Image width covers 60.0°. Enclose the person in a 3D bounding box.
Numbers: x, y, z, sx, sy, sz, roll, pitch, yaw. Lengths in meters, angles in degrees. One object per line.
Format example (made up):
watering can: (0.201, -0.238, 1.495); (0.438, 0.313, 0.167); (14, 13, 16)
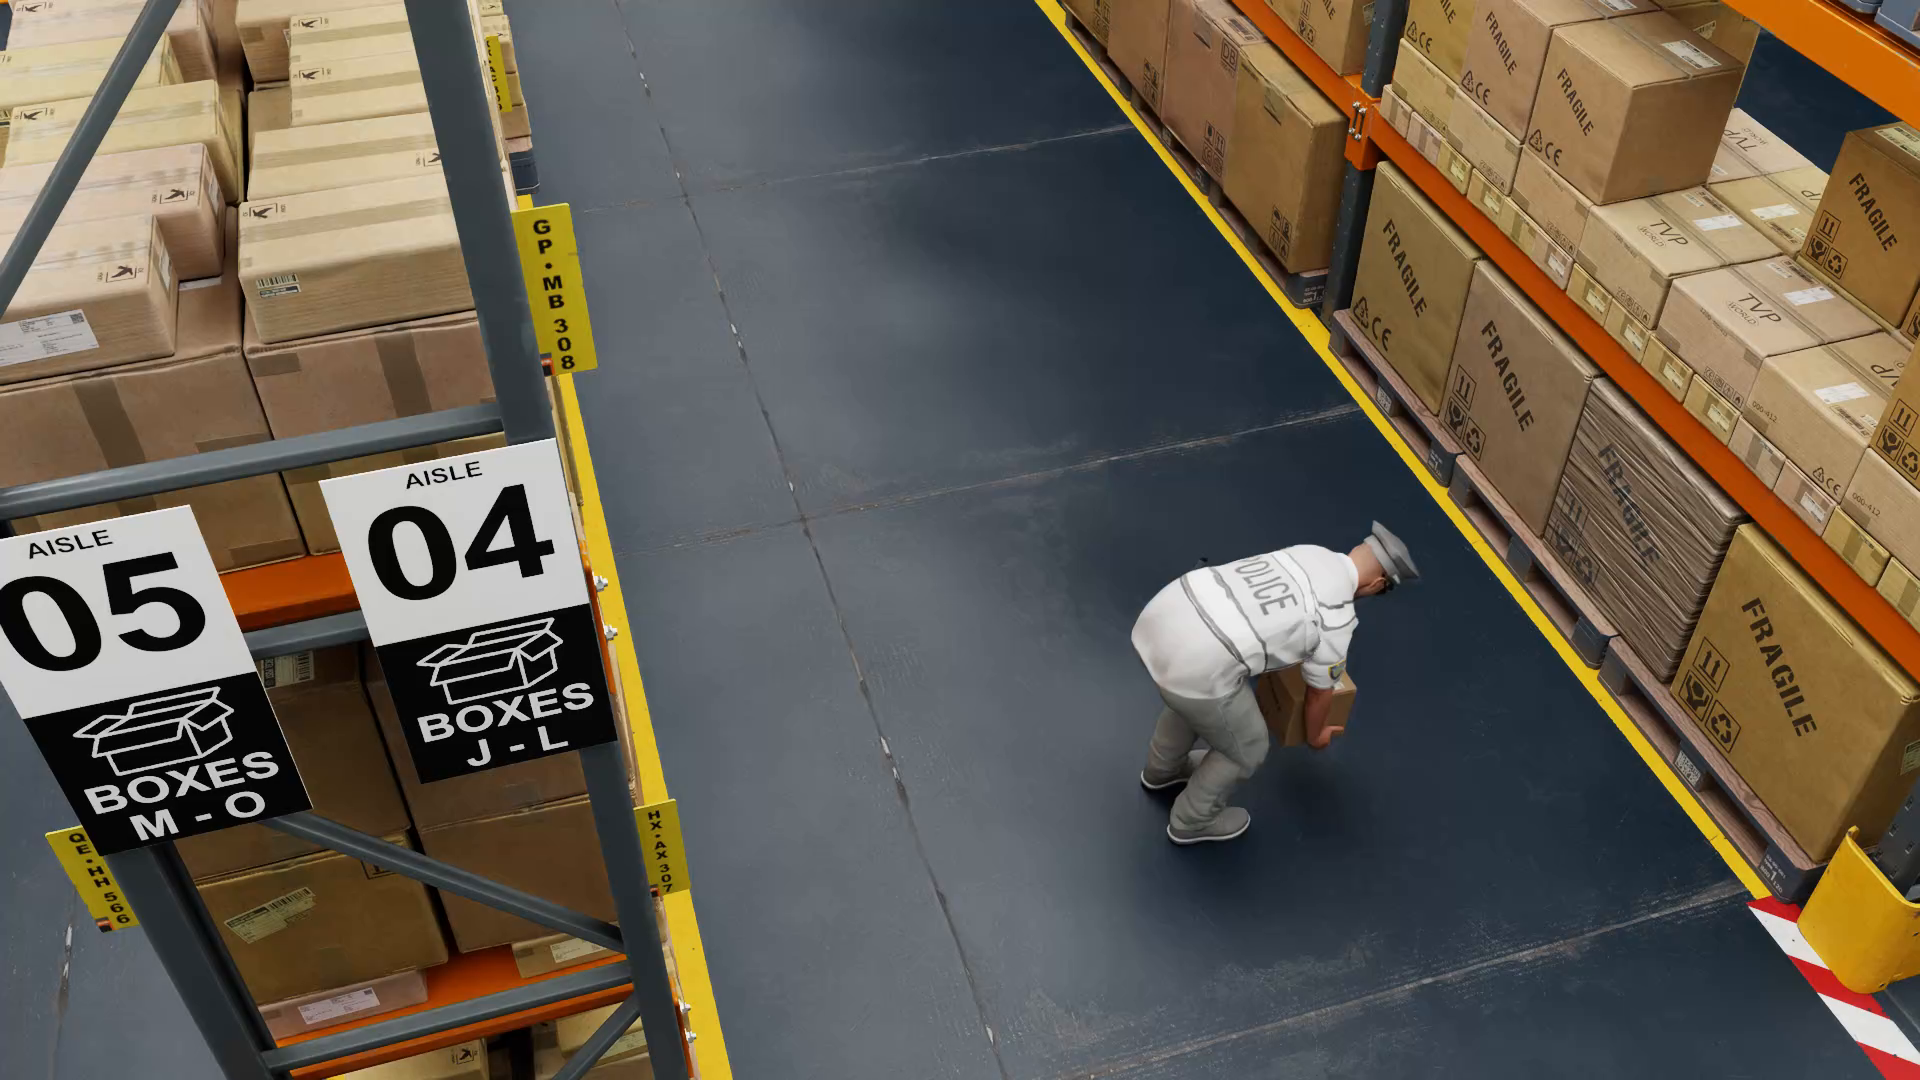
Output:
person: (1.116, 0.509, 6.009); (1.038, 1.196, 0.491); (-13, 44, -14)
